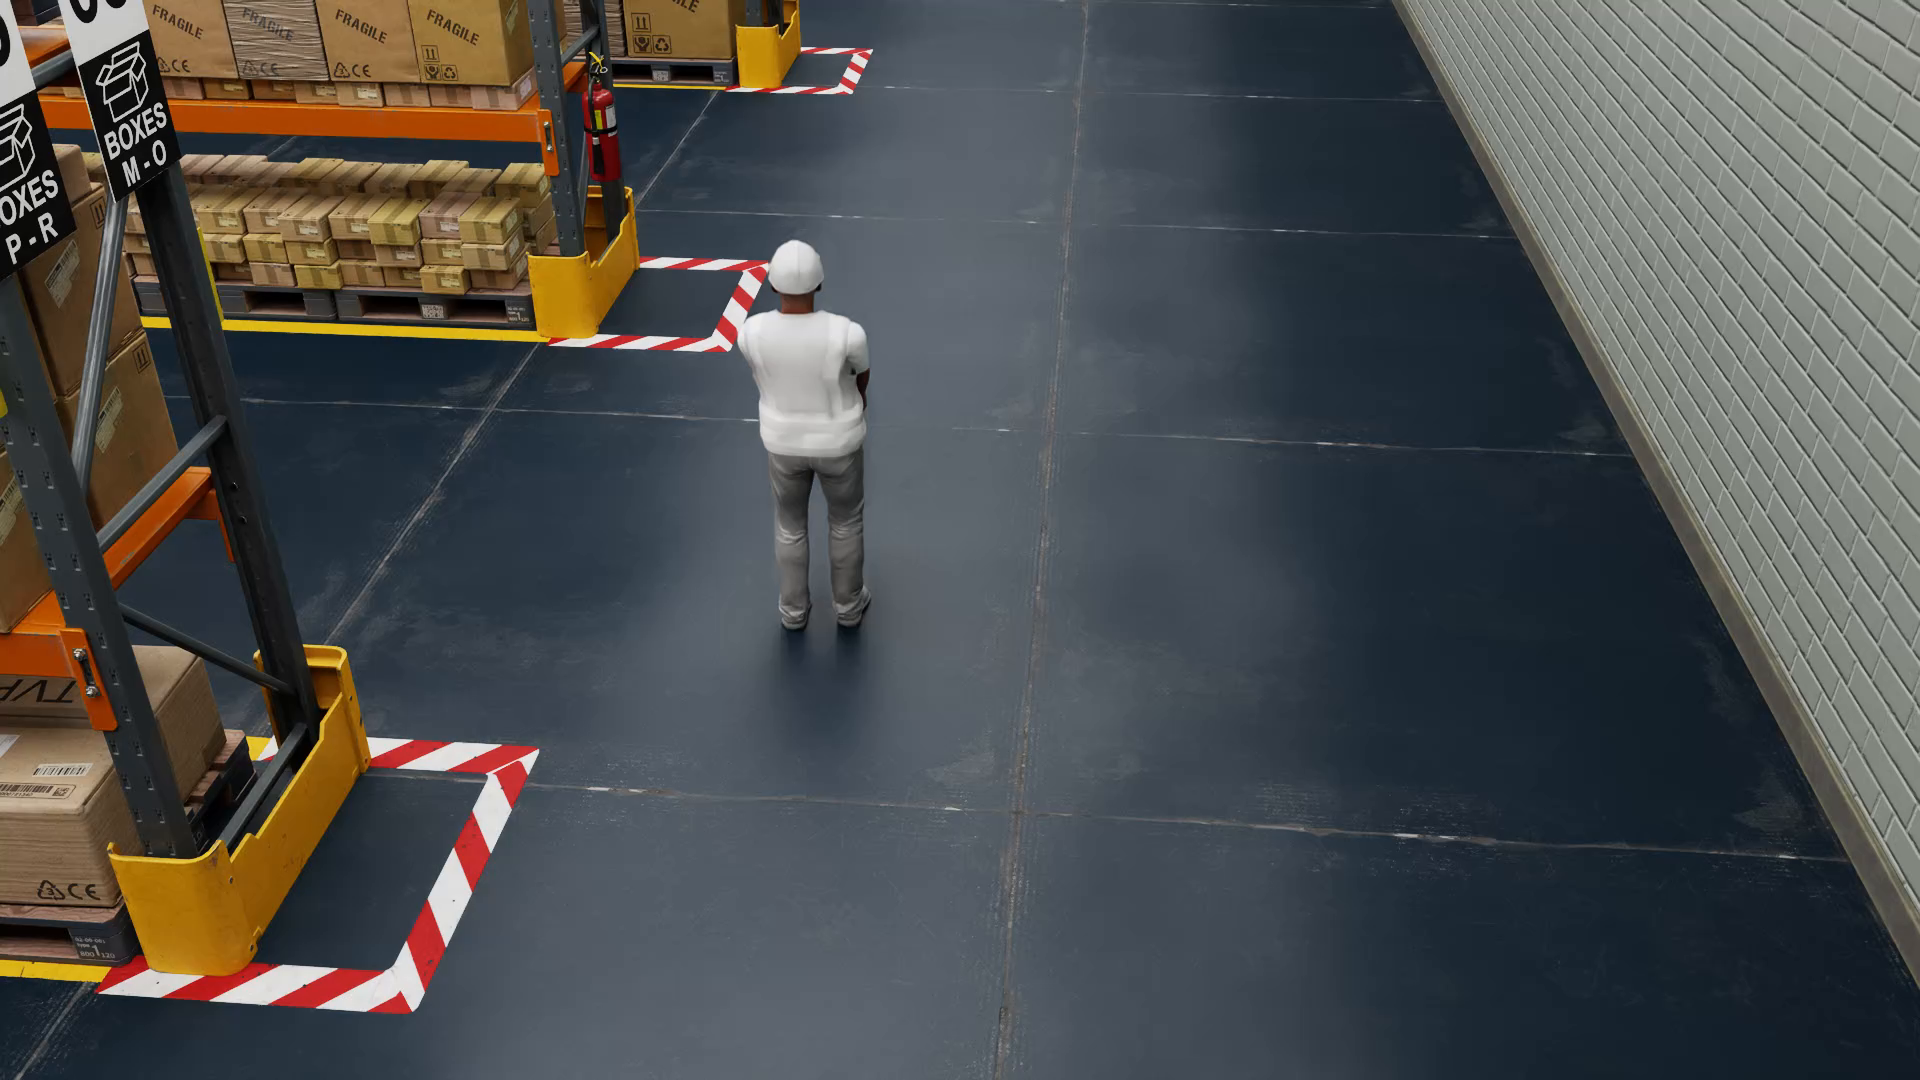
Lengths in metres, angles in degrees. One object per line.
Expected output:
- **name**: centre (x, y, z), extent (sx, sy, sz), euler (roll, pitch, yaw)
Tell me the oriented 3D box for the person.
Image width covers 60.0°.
- **person**: centre (-0.599, -0.451, 6.848), extent (0.503, 1.760, 0.577), euler (3, 32, 5)
